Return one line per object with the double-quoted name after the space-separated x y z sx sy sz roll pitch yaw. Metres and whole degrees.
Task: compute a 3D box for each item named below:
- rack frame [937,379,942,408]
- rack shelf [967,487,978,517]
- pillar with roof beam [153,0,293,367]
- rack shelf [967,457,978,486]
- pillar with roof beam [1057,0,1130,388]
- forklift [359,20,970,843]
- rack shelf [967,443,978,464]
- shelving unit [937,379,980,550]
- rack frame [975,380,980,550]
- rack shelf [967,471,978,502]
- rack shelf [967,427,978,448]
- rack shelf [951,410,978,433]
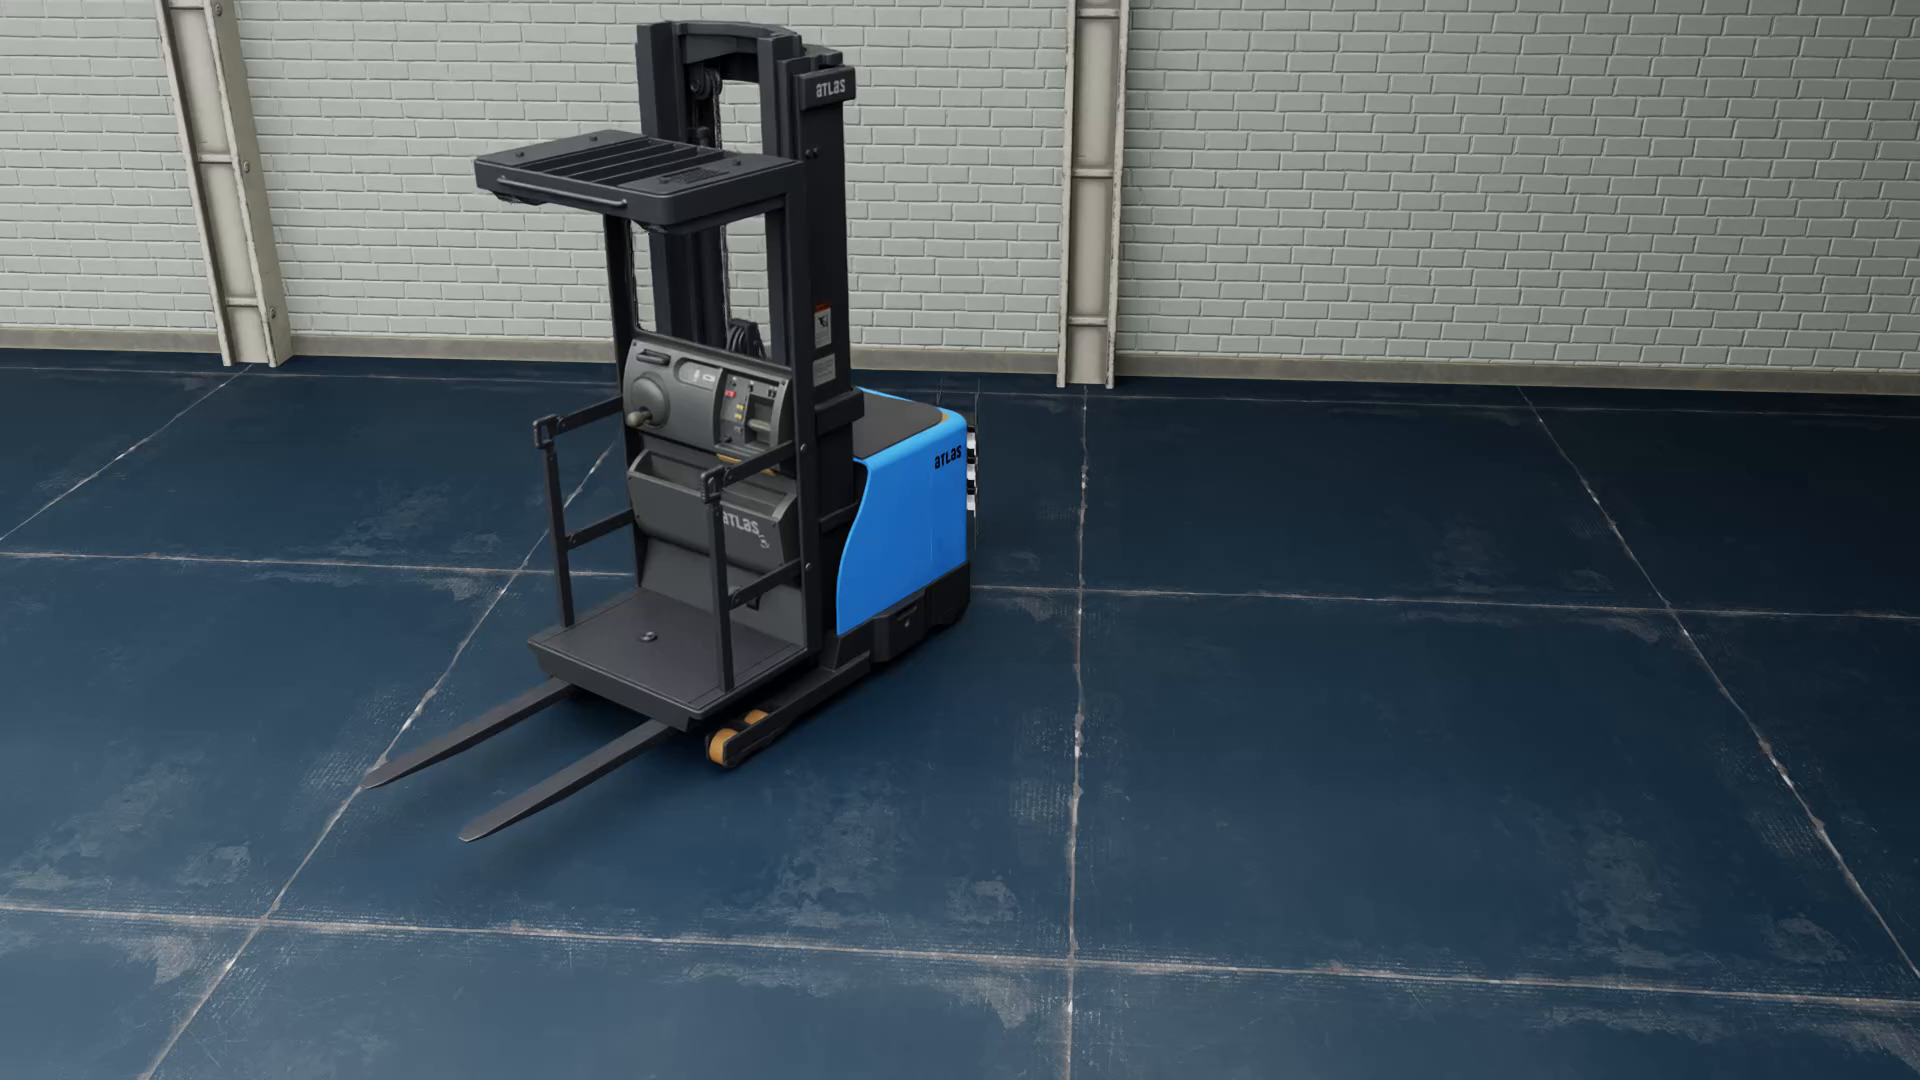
-0.109 -0.412 9.070 0.006 0.900 0.240 2 25 4 "rack frame"
-0.008 -0.215 9.152 0.200 0.077 0.258 2 25 4 "rack shelf"
-5.429 -3.608 6.326 0.400 9.000 9.100 2 25 4 "pillar with roof beam"
-0.008 -0.379 9.076 0.200 0.077 0.258 2 25 4 "rack shelf"
0.553 -3.416 5.908 0.400 9.000 9.100 2 25 4 "pillar with roof beam"
-1.227 -0.586 7.018 1.130 2.935 3.031 17 30 33 "forklift"
-0.008 -0.461 9.039 0.200 0.077 0.258 2 25 4 "rack shelf"
-0.008 -0.409 9.062 0.210 0.900 0.258 2 25 4 "shelving unit"
0.093 -0.406 9.055 0.006 0.900 0.240 2 25 4 "rack frame"
-0.008 -0.297 9.114 0.200 0.077 0.258 2 25 4 "rack shelf"
-0.008 -0.542 9.001 0.200 0.077 0.258 2 25 4 "rack shelf"
-0.008 -0.624 8.964 0.200 0.077 0.258 2 25 4 "rack shelf"
